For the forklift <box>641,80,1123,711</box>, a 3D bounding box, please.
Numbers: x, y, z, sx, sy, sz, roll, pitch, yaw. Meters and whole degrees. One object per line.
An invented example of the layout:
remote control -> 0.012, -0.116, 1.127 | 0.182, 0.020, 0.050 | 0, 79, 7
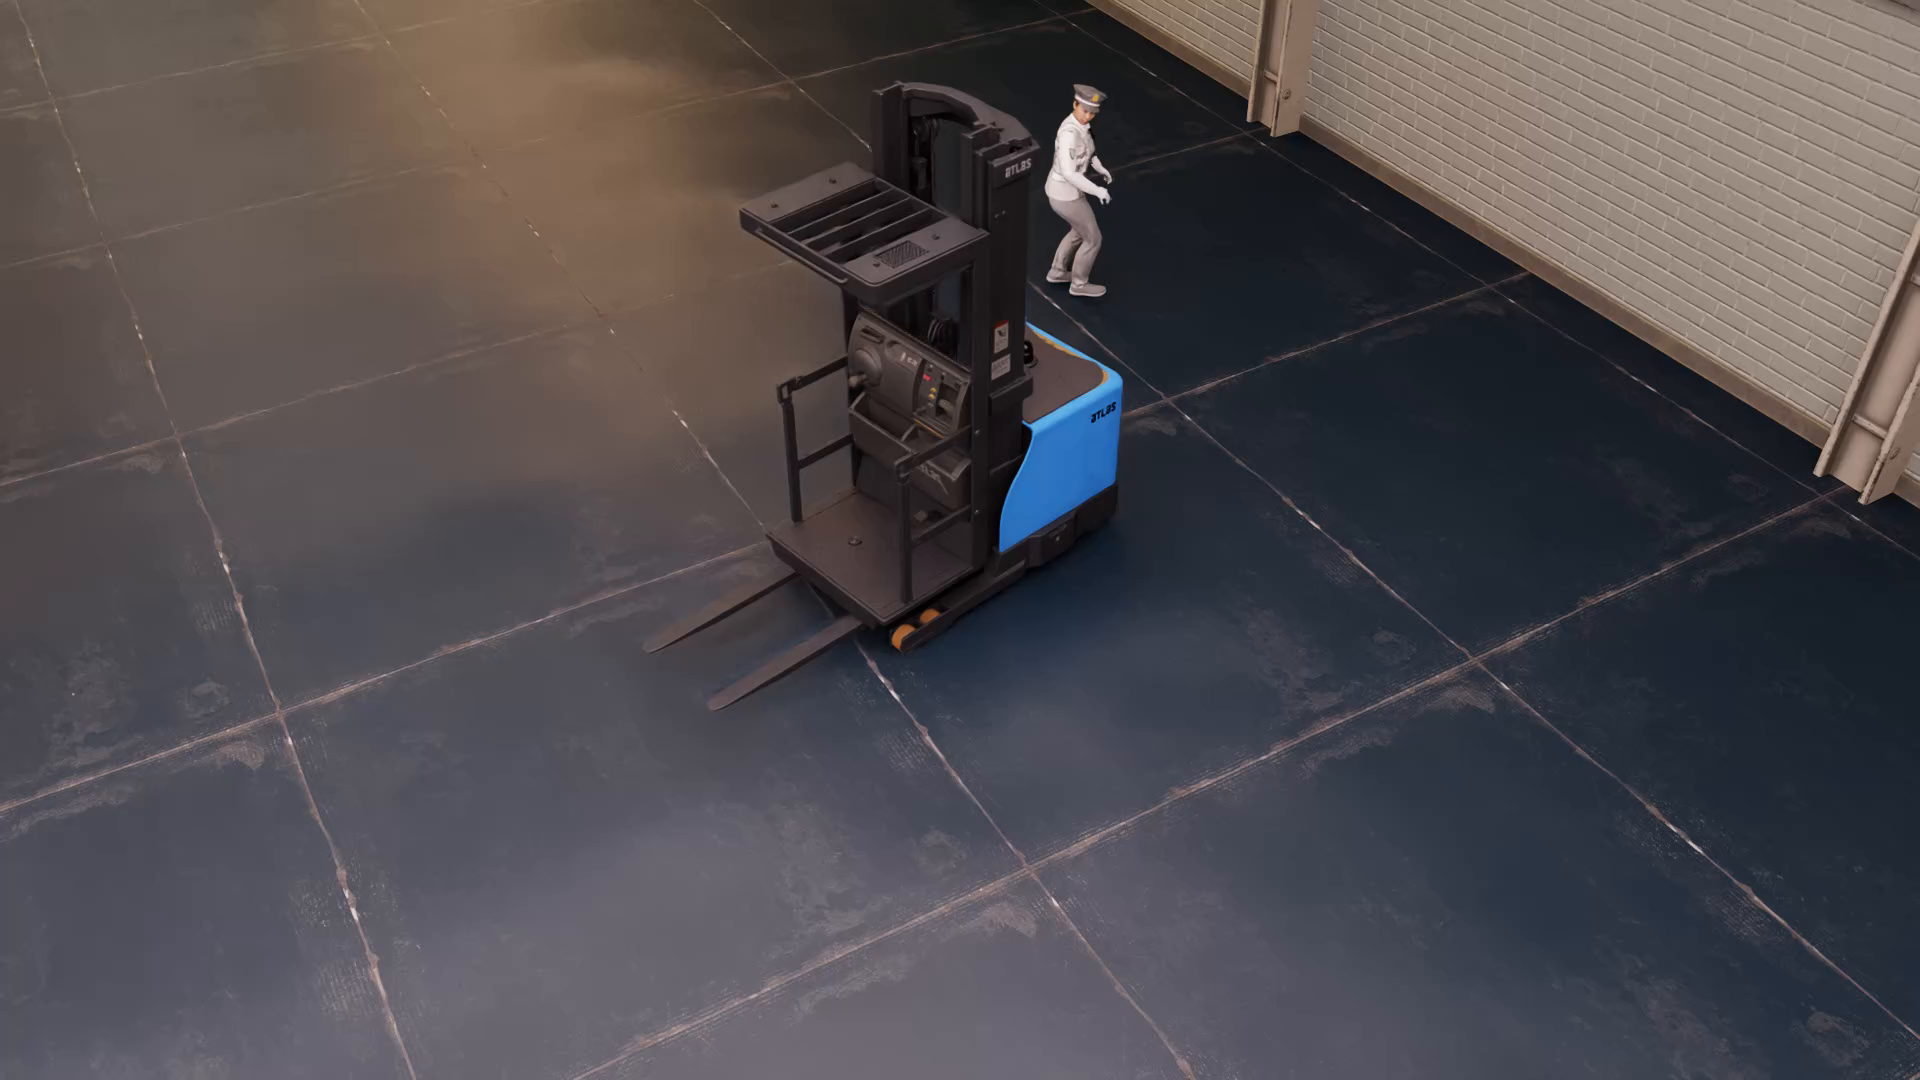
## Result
forklift -> -0.442, -0.856, 9.068 | 3.031, 2.935, 1.130 | -31, 49, -32

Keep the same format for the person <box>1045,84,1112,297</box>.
person -> 0.874, -2.545, 12.154 | 0.505, 1.627, 0.727 | 1, 40, 1
